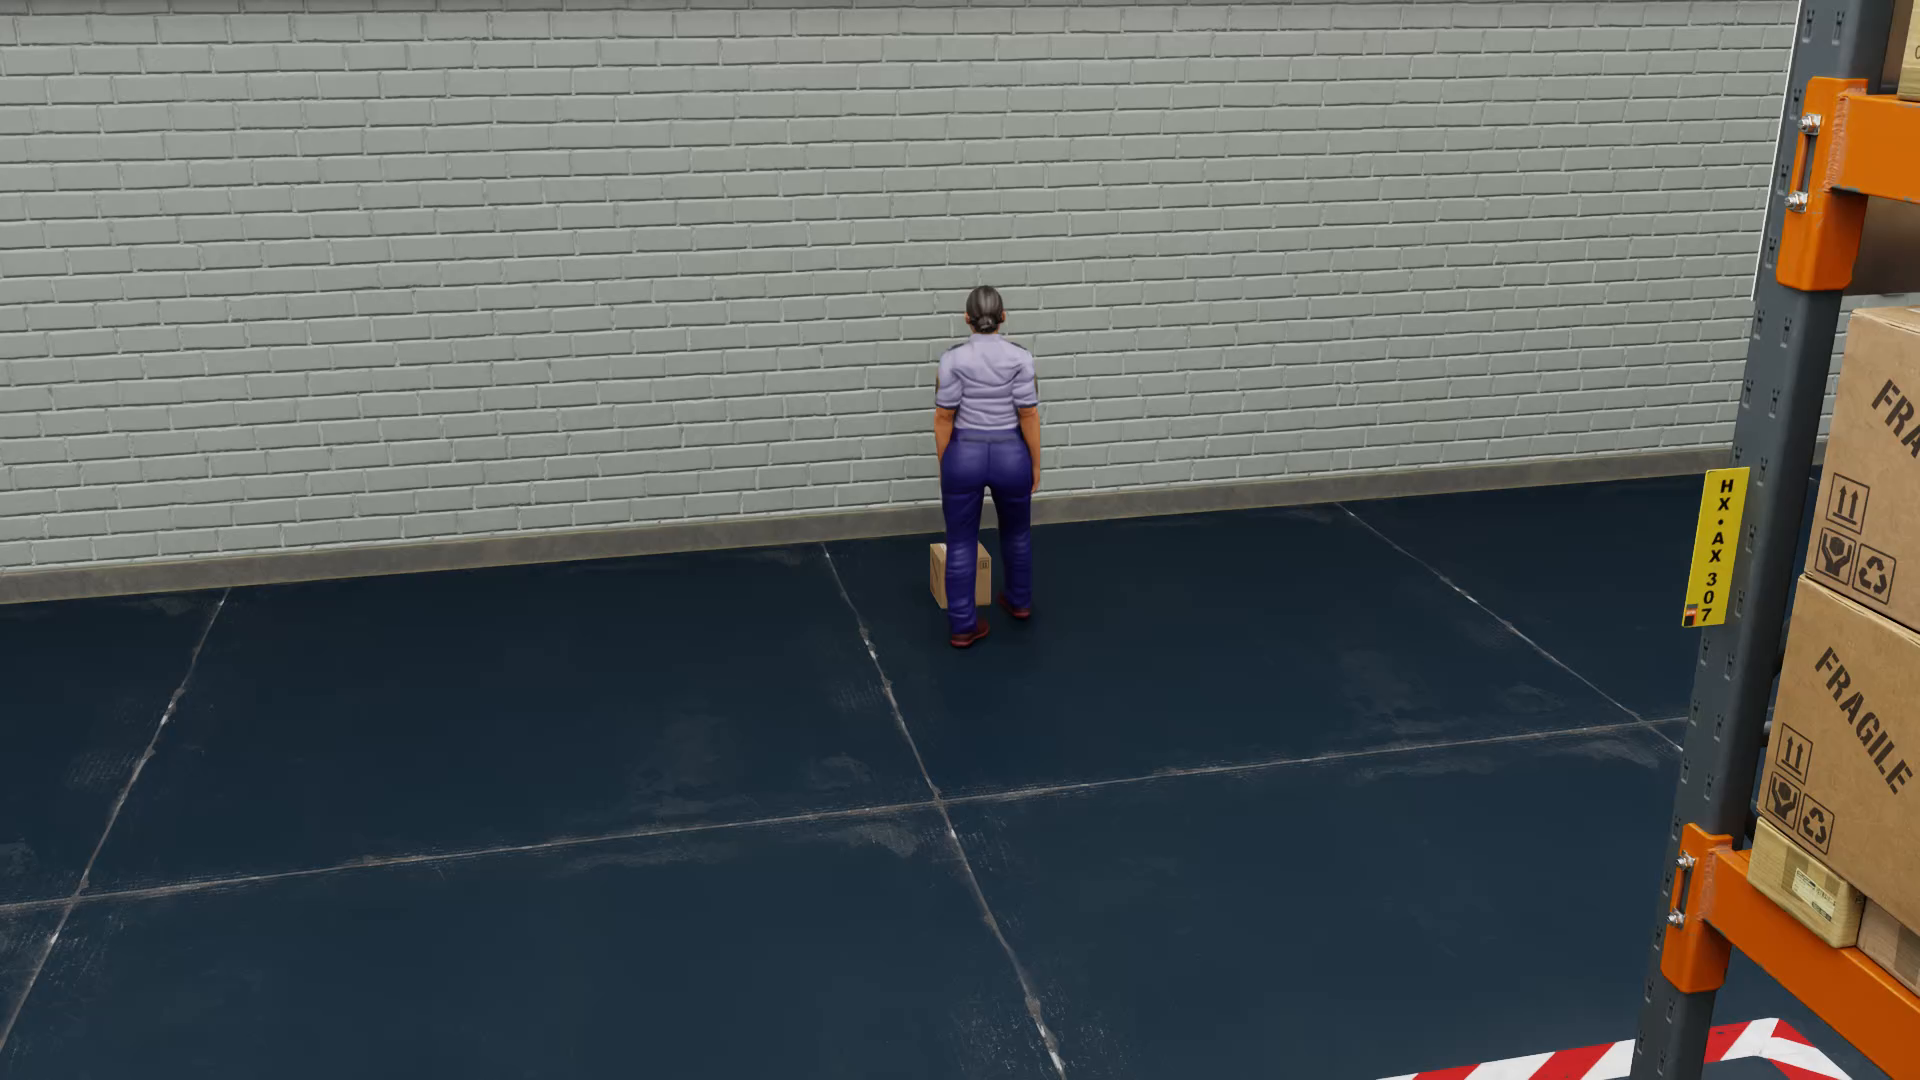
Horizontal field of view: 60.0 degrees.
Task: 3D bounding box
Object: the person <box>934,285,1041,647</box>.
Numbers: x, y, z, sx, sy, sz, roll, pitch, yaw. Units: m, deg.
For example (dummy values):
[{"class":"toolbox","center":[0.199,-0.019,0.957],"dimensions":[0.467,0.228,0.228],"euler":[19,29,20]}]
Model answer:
[{"class":"person","center":[0.110,-0.374,7.622],"dimensions":[0.484,1.645,0.599],"euler":[-2,20,-5]}]
